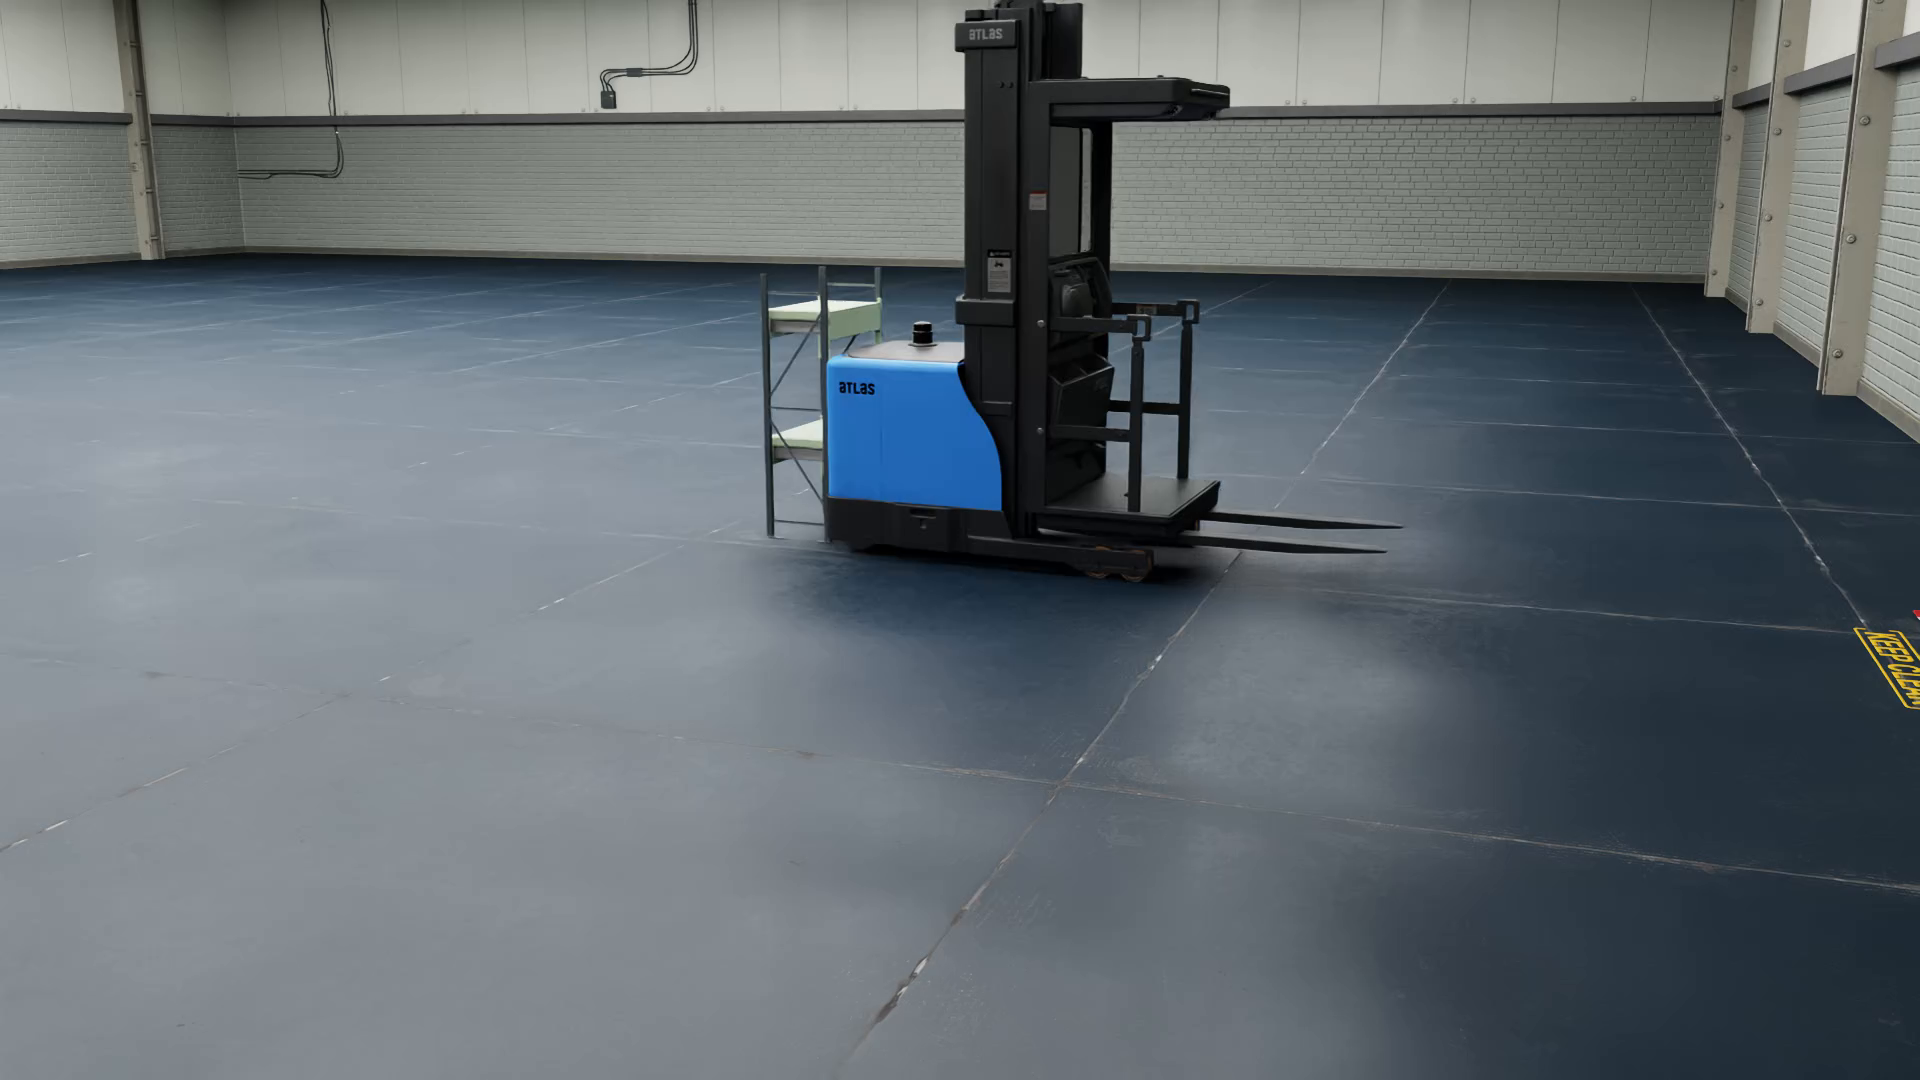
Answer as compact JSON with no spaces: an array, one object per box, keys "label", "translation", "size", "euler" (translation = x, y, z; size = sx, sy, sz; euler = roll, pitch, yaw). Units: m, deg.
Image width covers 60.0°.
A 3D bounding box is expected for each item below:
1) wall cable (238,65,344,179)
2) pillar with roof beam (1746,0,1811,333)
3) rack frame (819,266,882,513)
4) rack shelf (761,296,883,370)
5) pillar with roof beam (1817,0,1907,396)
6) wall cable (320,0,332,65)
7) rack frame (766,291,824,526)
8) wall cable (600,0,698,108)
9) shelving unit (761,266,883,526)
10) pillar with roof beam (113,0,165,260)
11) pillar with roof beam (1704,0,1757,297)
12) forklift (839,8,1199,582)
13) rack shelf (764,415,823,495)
[{"label":"wall cable","translation":[-15.522,-9.570,38.171],"size":[3.097,2.526,0.112],"euler":[4,14,18]},{"label":"pillar with roof beam","translation":[6.064,-7.337,21.412],"size":[9.100,9.000,0.400],"euler":[4,14,18]},{"label":"rack frame","translation":[-0.650,-0.880,9.974],"size":[0.400,1.500,0.023],"euler":[5,14,21]},{"label":"rack shelf","translation":[-0.783,-1.185,9.555],"size":[0.431,0.370,0.720],"euler":[5,14,21]},{"label":"pillar with roof beam","translation":[4.123,-6.074,15.877],"size":[9.100,9.000,0.400],"euler":[4,14,18]},{"label":"wall cable","translation":[-12.963,-11.837,36.756],"size":[3.097,2.526,0.112],"euler":[4,14,18]},{"label":"rack frame","translation":[-0.917,-0.729,9.310],"size":[0.380,1.308,0.010],"euler":[5,14,21]},{"label":"wall cable","translation":[-6.545,-12.055,34.438],"size":[2.305,6.003,0.169],"euler":[4,14,18]},{"label":"shelving unit","translation":[-0.782,-0.805,9.645],"size":[0.431,1.500,0.748],"euler":[5,14,21]},{"label":"pillar with roof beam","translation":[-13.653,-10.249,34.167],"size":[9.100,9.000,0.400],"euler":[4,14,18]},{"label":"pillar with roof beam","translation":[8.005,-8.601,26.946],"size":[9.100,9.000,0.400],"euler":[4,14,18]},{"label":"forklift","translation":[-10.599,-1.018,7.504],"size":[21.055,2.867,12.119],"euler":[5,14,21]},{"label":"rack shelf","translation":[-0.783,-0.487,9.714],"size":[0.431,0.370,0.720],"euler":[5,14,21]}]
